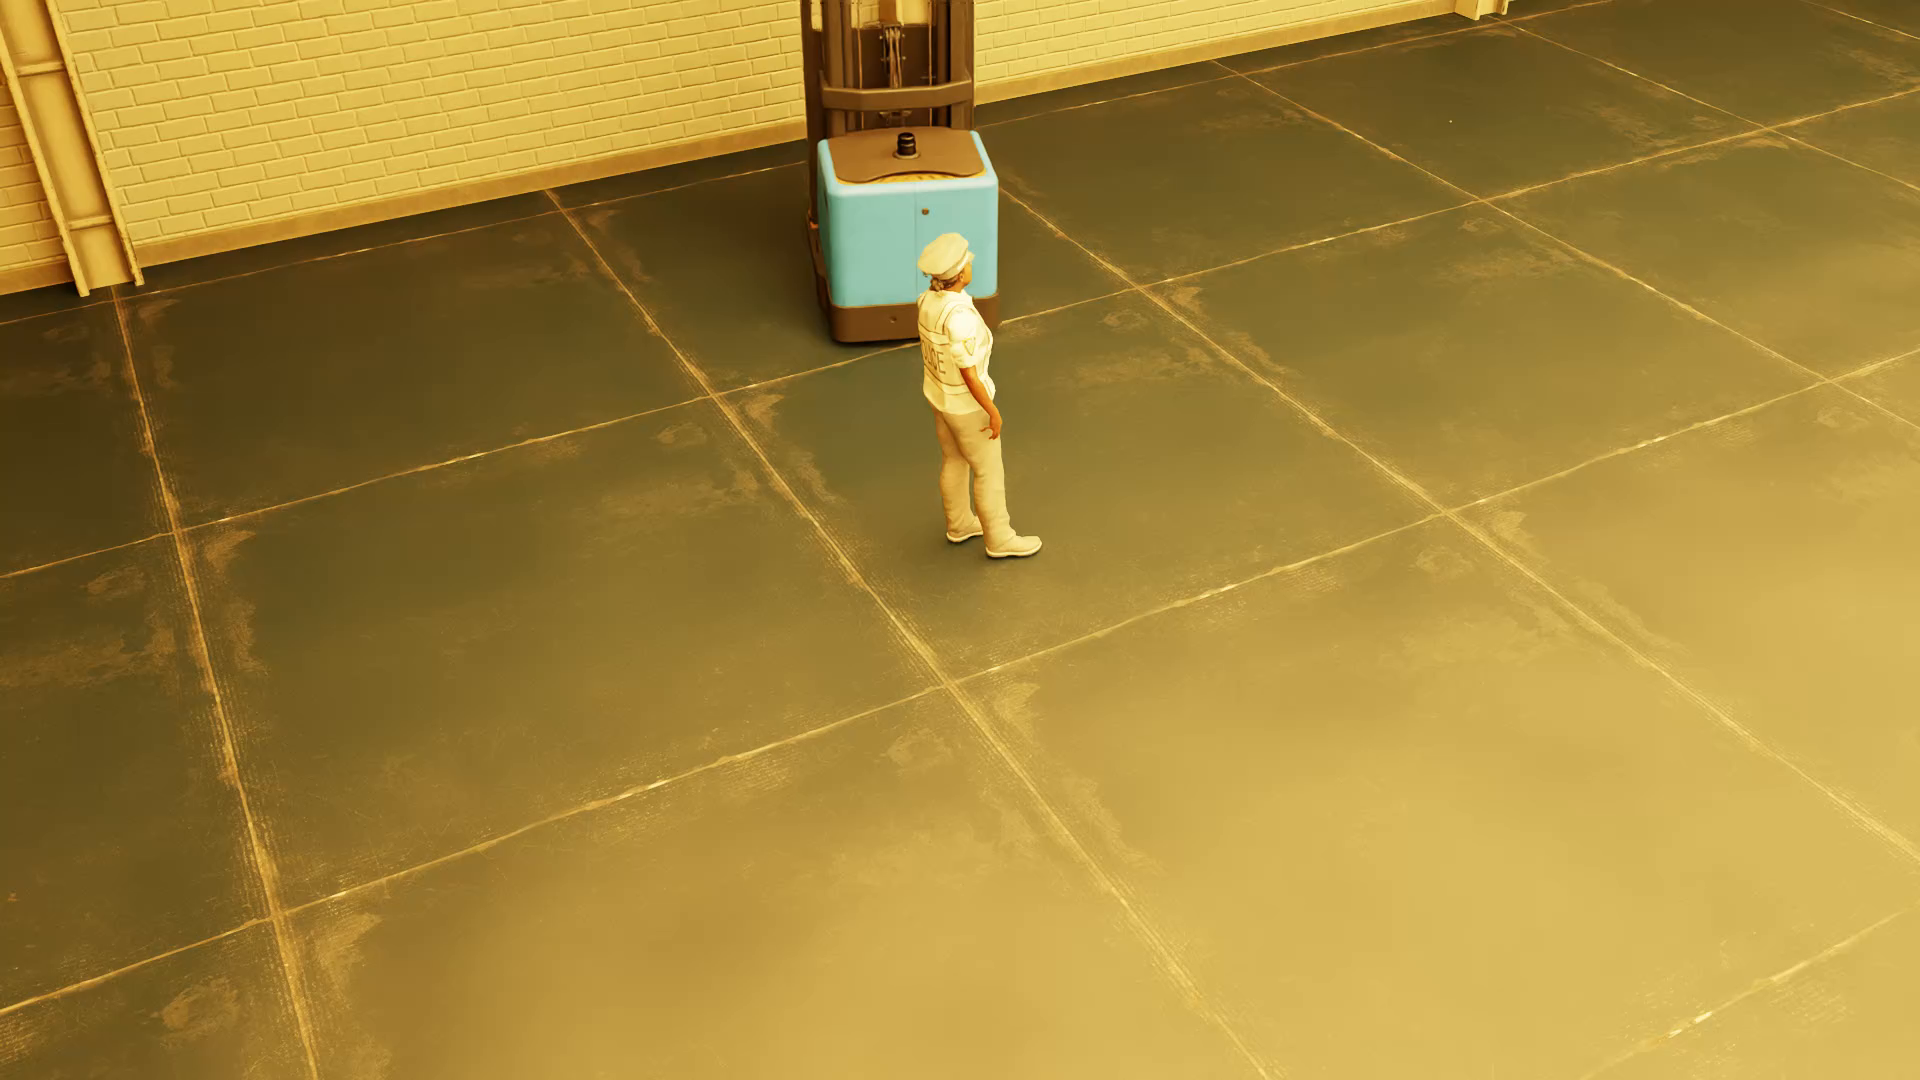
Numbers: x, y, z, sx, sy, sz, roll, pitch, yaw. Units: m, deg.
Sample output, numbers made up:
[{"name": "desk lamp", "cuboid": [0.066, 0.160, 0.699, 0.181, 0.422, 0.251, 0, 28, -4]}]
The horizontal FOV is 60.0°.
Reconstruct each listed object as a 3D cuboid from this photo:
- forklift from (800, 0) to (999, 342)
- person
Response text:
[{"name": "forklift", "cuboid": [-0.492, -3.257, 10.731, 1.130, 2.935, 3.031, -5, 36, -7]}, {"name": "person", "cuboid": [0.075, -0.709, 8.184, 0.528, 1.697, 0.570, -17, 39, -23]}]
